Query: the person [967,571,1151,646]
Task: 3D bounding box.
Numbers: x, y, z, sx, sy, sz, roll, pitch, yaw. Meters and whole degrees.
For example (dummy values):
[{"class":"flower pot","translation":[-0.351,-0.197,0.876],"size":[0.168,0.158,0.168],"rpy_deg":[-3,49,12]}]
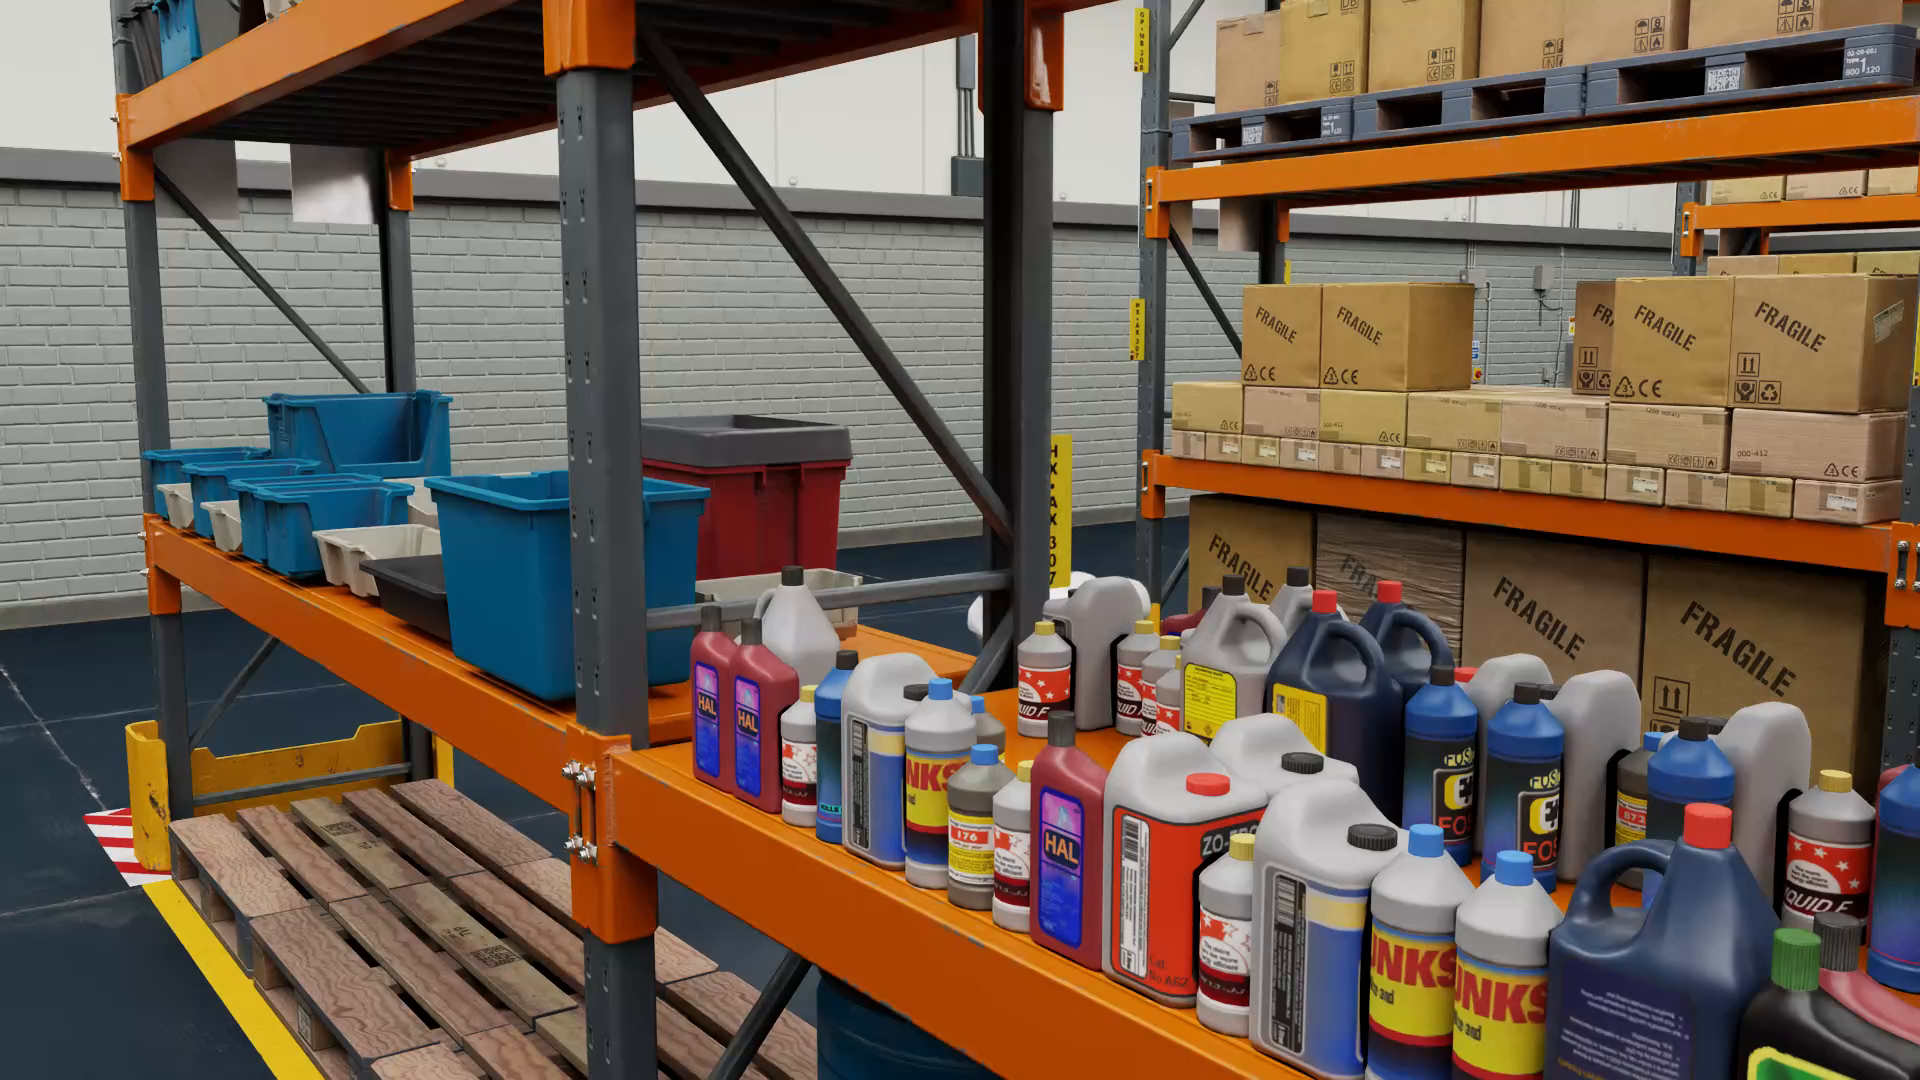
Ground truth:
[{"class":"person","translation":[0.514,0.558,8.283],"size":[0.966,0.815,0.525],"rpy_deg":[6,10,37]}]
